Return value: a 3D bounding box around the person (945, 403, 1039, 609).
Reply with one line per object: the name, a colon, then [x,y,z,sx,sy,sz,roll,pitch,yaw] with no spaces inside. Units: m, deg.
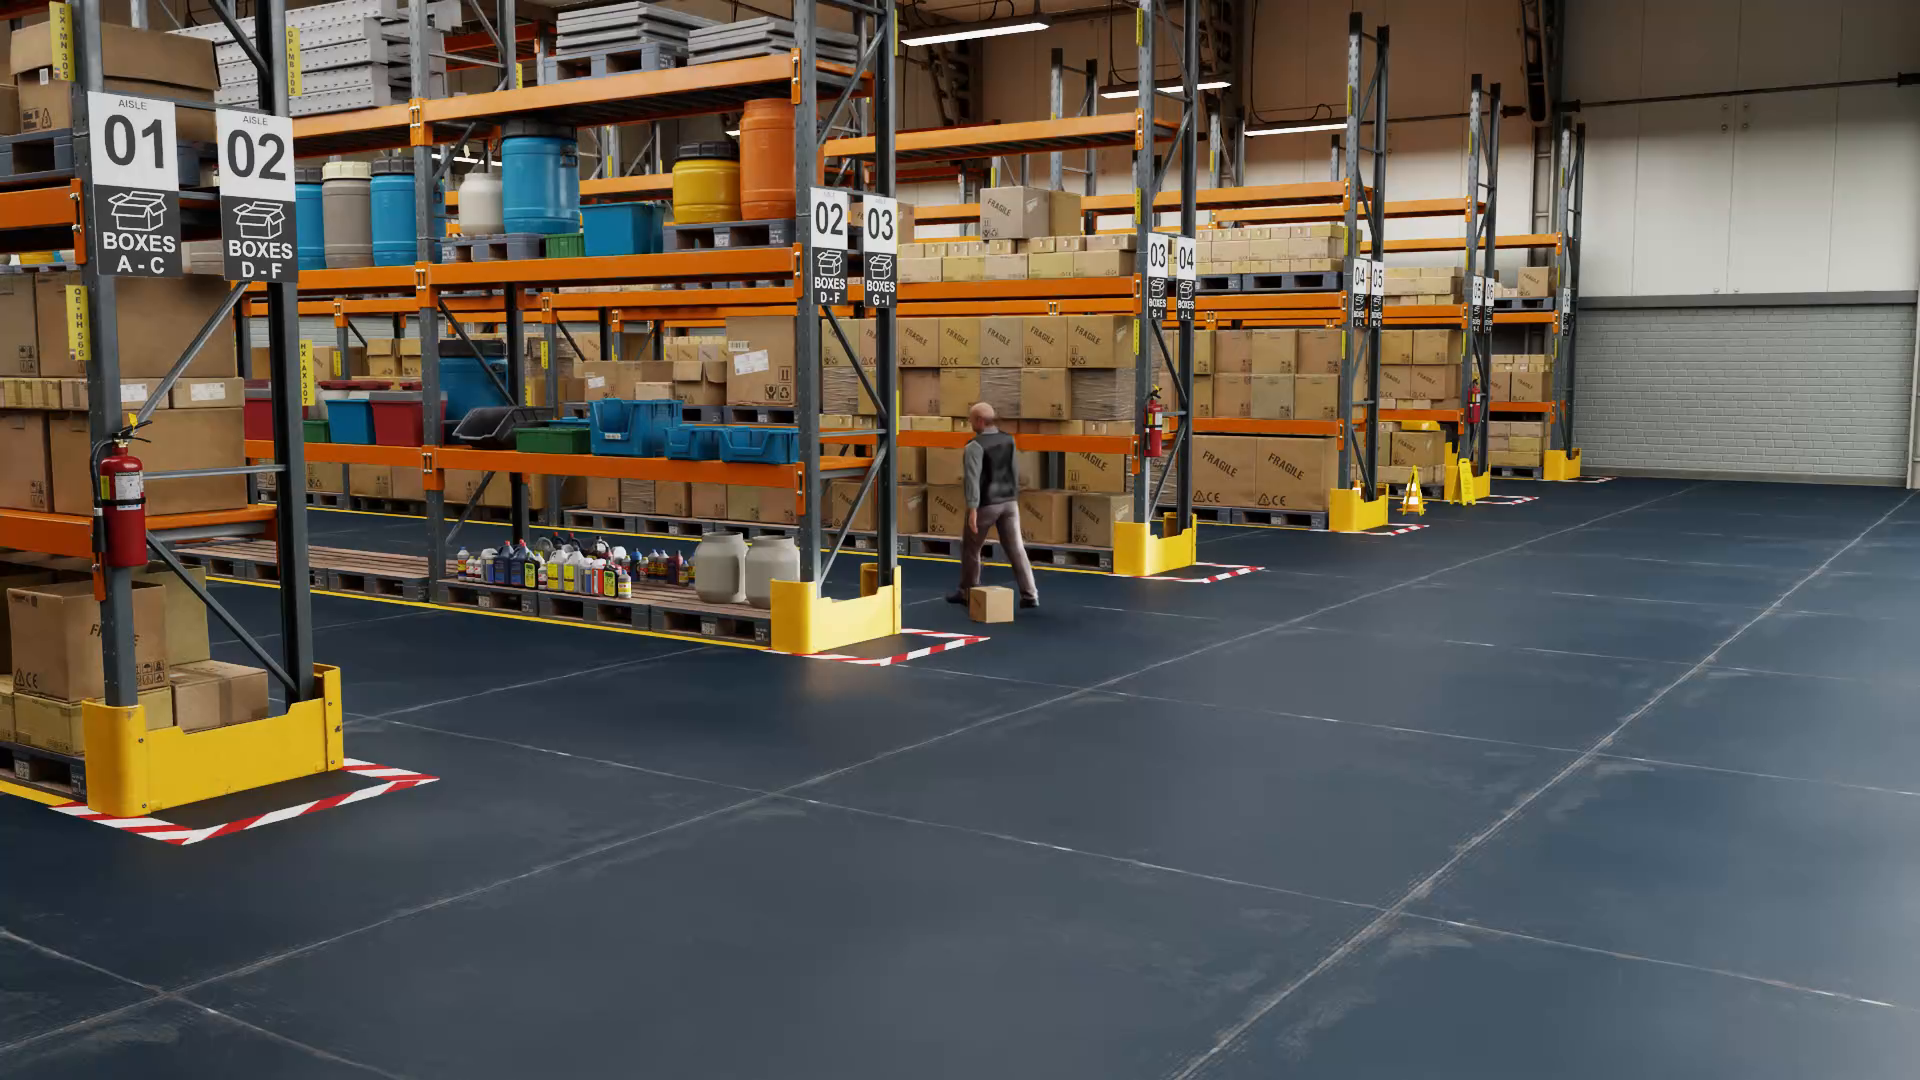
person: [0.233,-0.269,13.393,0.606,1.675,0.999,-4,7,-31]
